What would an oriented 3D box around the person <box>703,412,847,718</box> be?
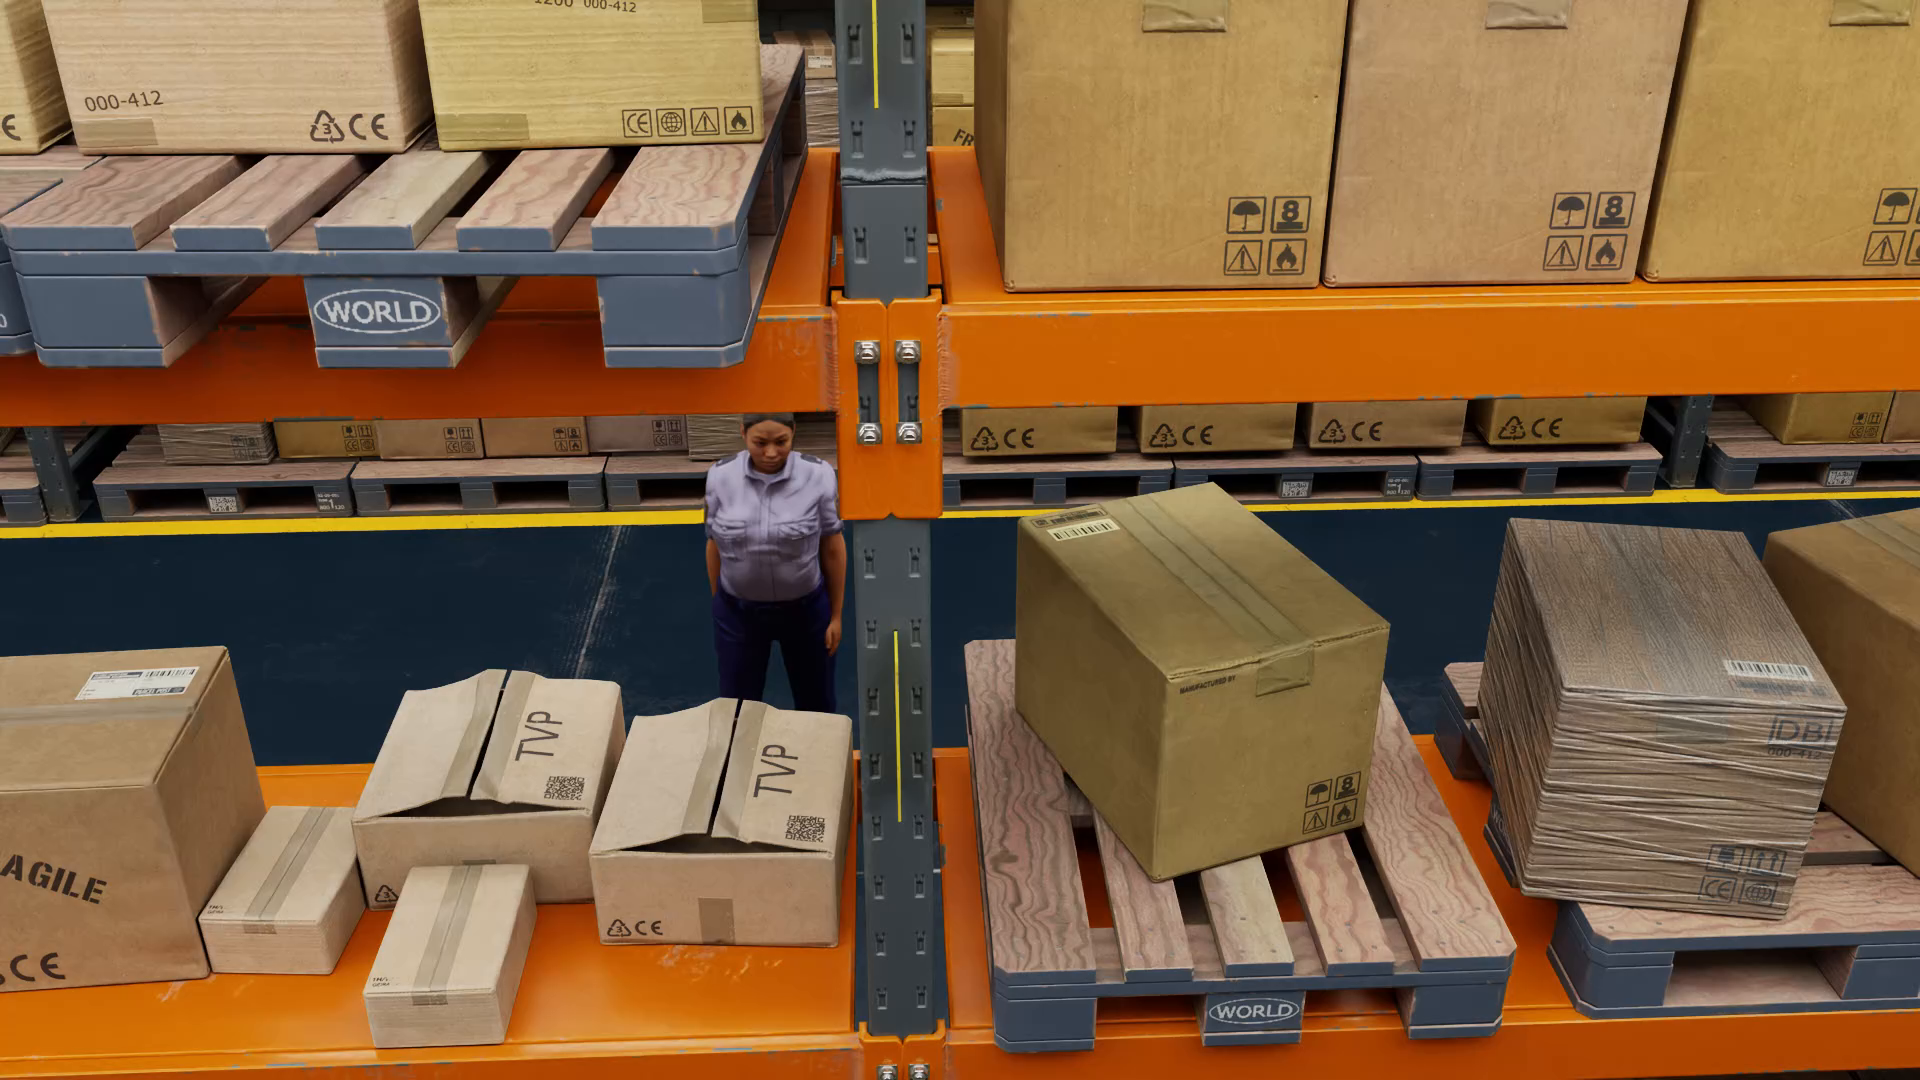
[{"bbox_3d":[-0.613,0.271,5.649,0.470,1.632,0.342,-1,28,-2],"label":"person"}]
